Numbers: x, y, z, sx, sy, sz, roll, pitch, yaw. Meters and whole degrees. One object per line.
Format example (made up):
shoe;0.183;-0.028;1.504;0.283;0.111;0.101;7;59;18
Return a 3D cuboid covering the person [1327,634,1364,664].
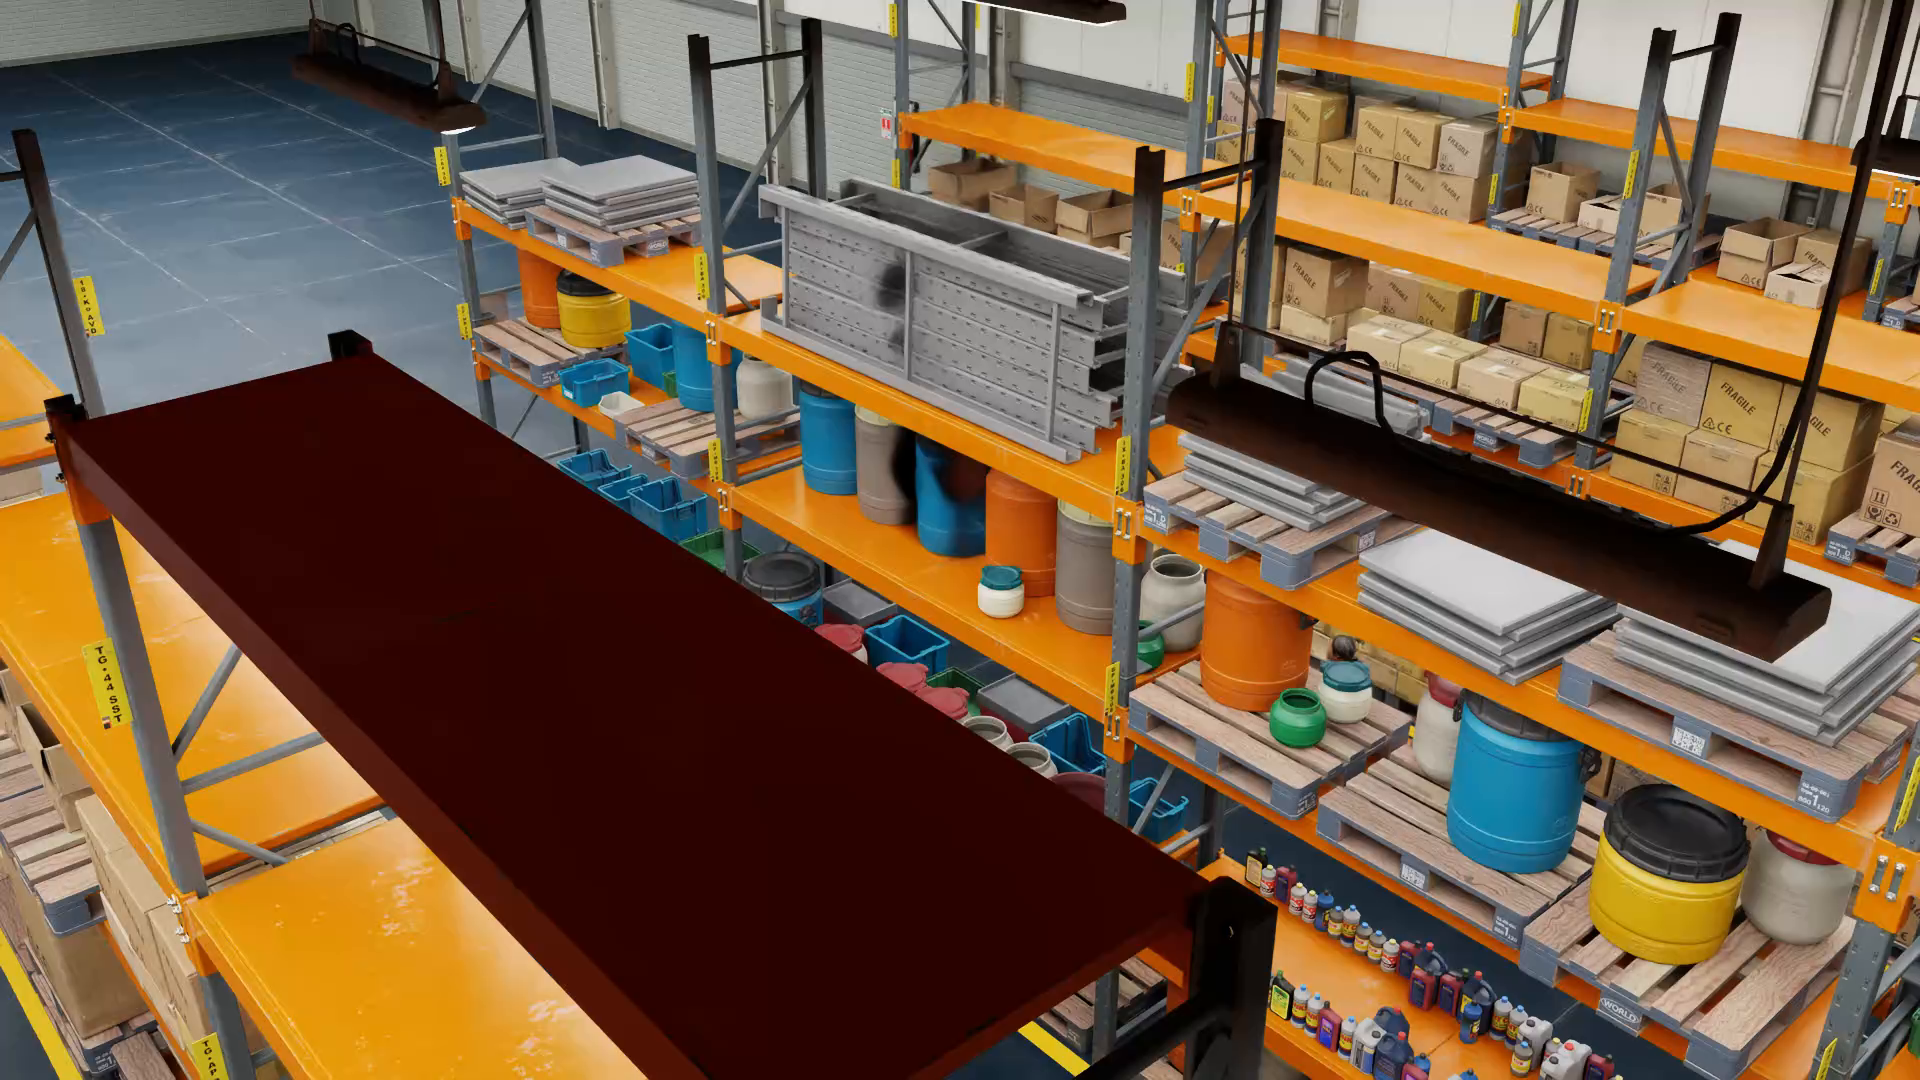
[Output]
person;2.780;1.454;12.269;0.786;1.697;0.624;21;34;36
